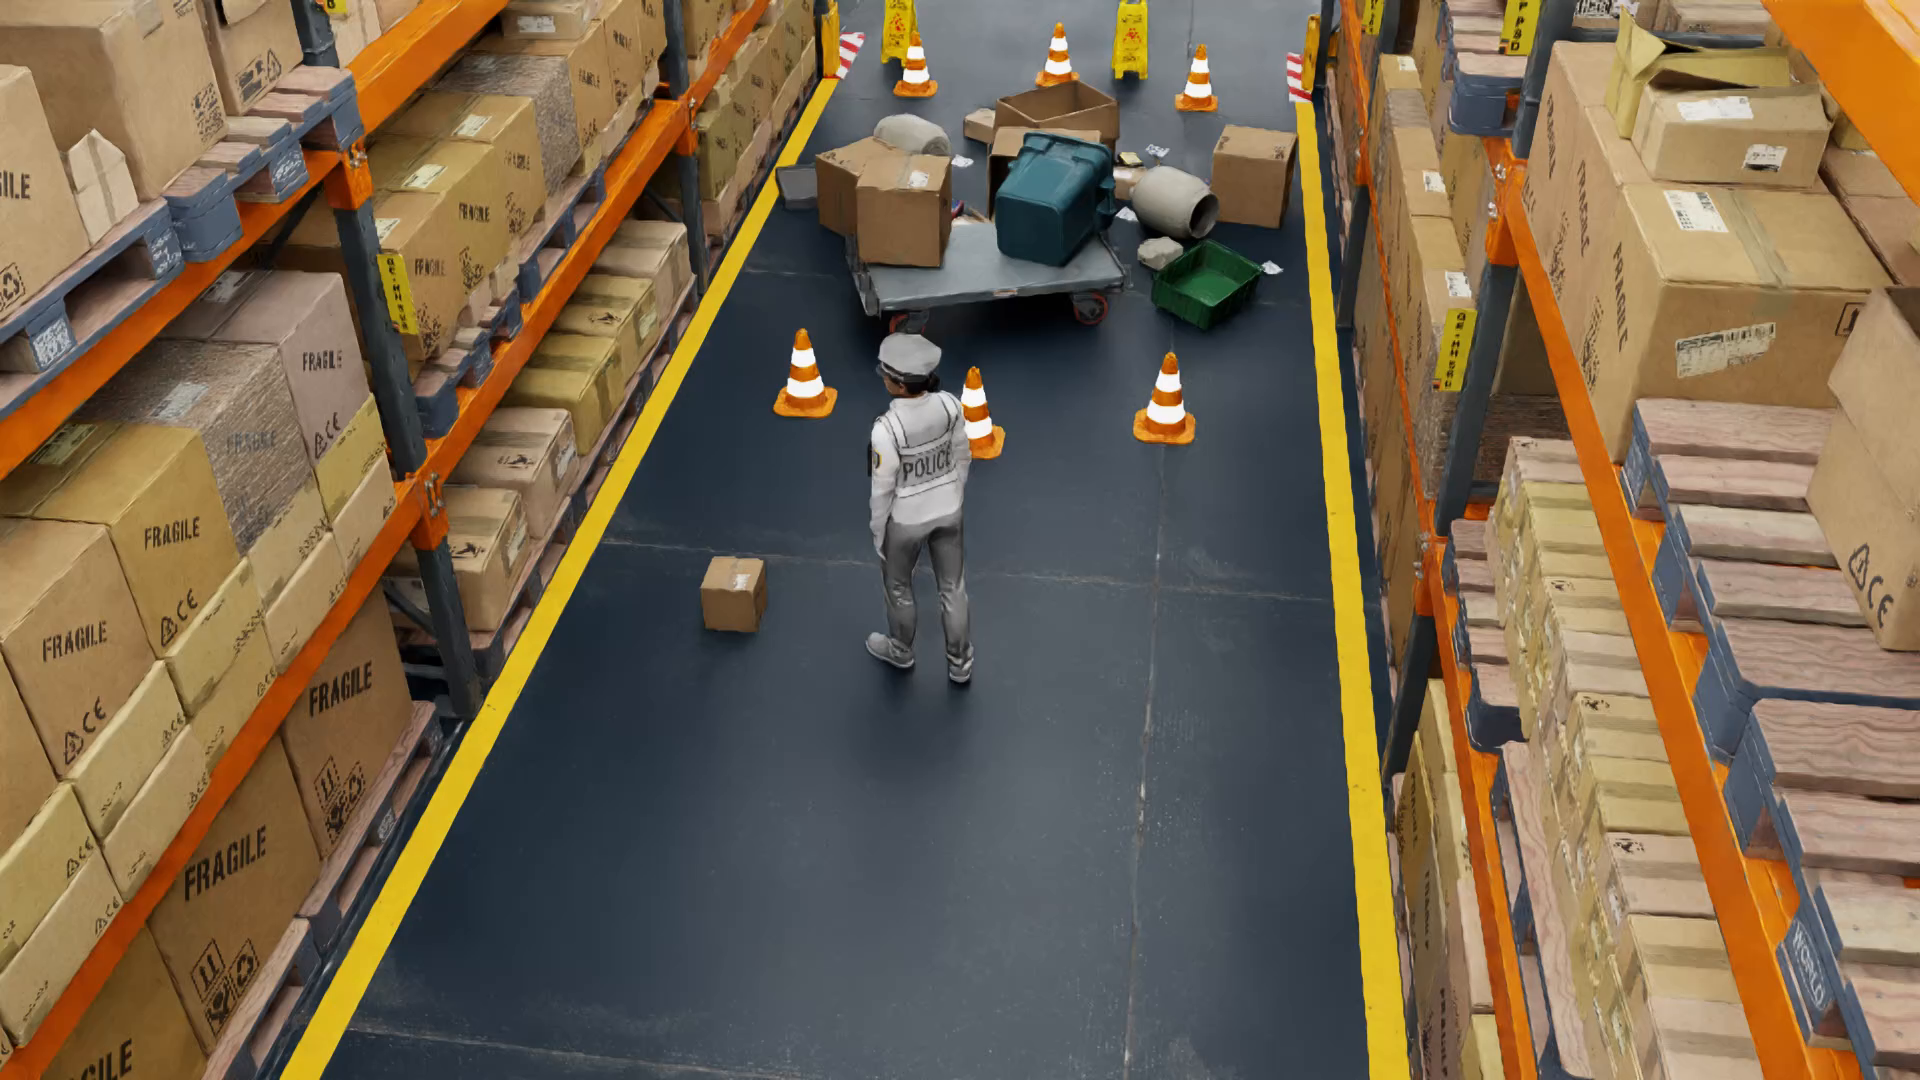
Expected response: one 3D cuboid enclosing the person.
[{"bbox_3d":[-0.181,-0.114,7.179,0.497,1.679,0.509,-18,40,-23],"label":"person"}]
